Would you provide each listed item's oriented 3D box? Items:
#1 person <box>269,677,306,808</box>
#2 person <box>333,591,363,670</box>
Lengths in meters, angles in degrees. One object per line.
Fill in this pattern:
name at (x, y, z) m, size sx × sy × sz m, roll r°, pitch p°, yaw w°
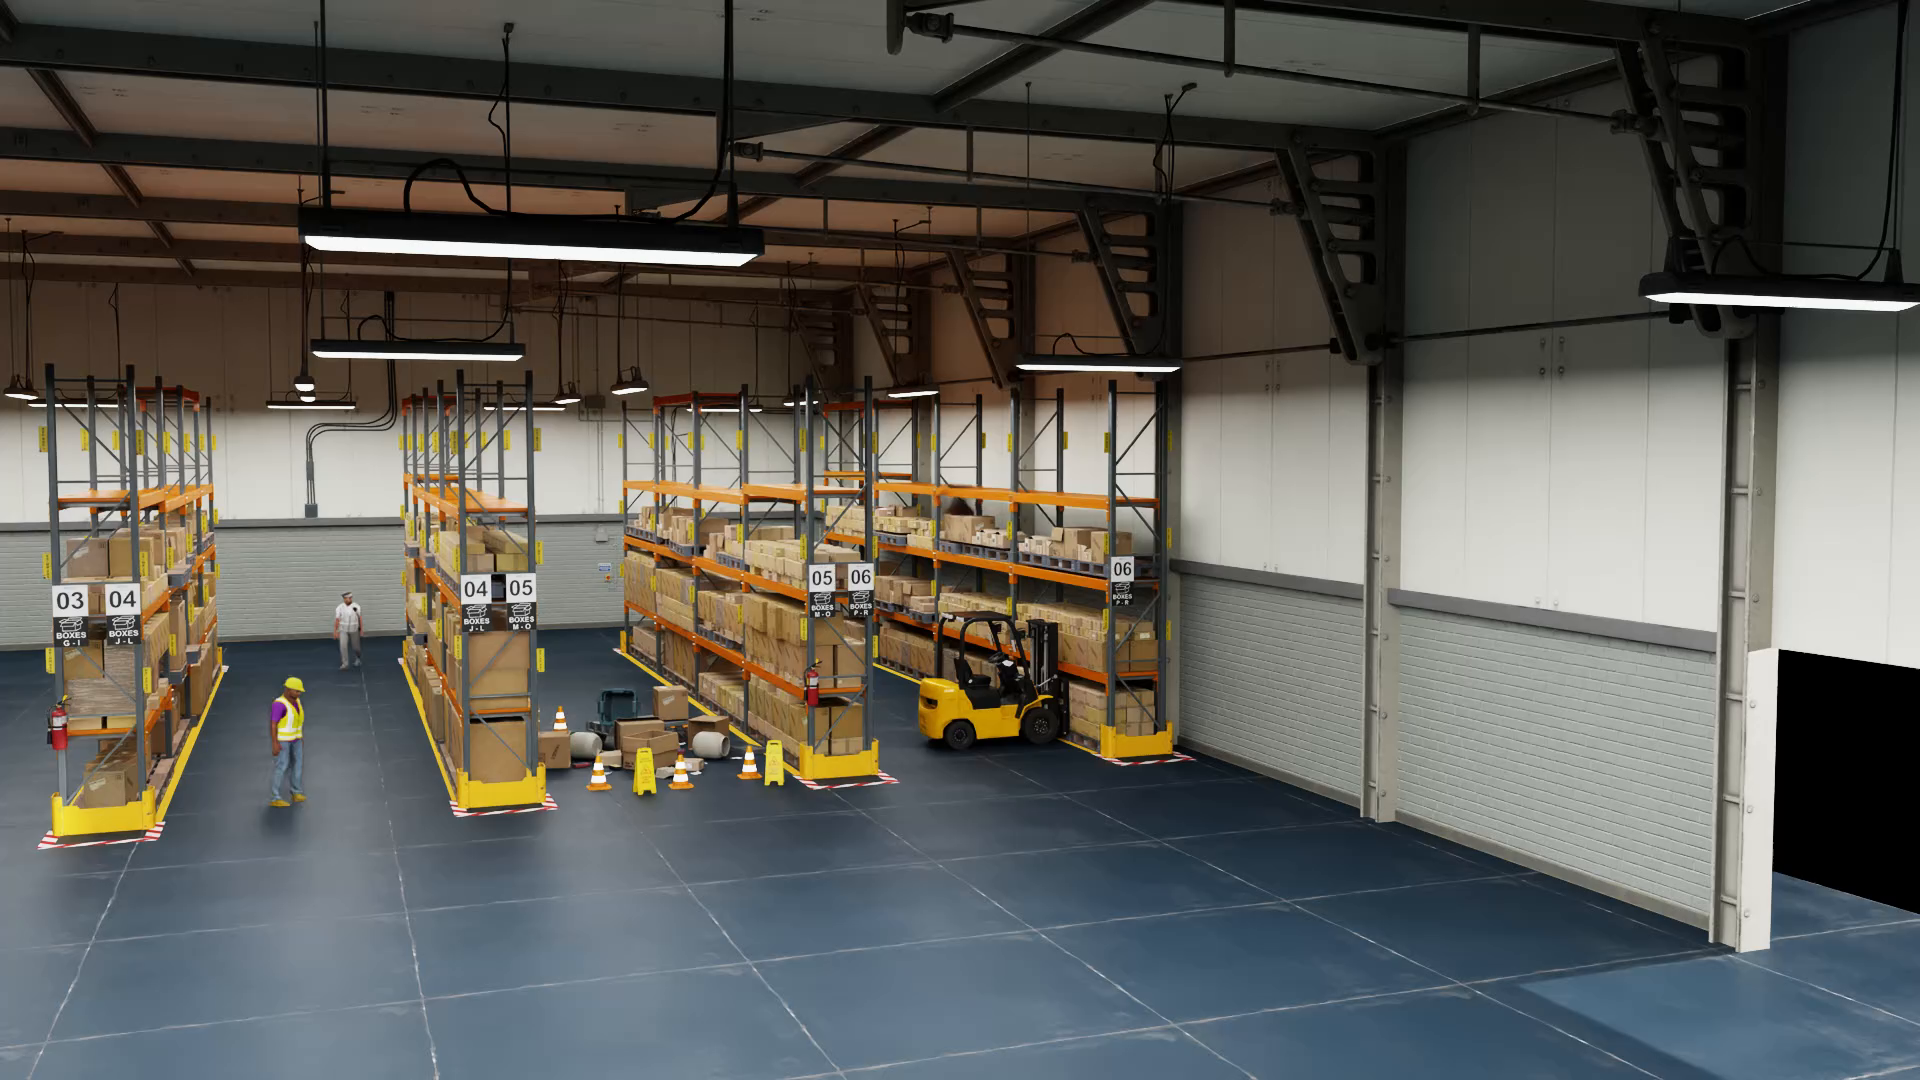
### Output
person at (-9.289, 2.780, 23.064) m, size 0.445 × 1.763 × 0.667 m, roll 1°, pitch 3°, yaw 16°
person at (-13.512, 1.982, 36.739) m, size 0.605 × 1.734 × 0.874 m, roll -1°, pitch 3°, yaw -11°
